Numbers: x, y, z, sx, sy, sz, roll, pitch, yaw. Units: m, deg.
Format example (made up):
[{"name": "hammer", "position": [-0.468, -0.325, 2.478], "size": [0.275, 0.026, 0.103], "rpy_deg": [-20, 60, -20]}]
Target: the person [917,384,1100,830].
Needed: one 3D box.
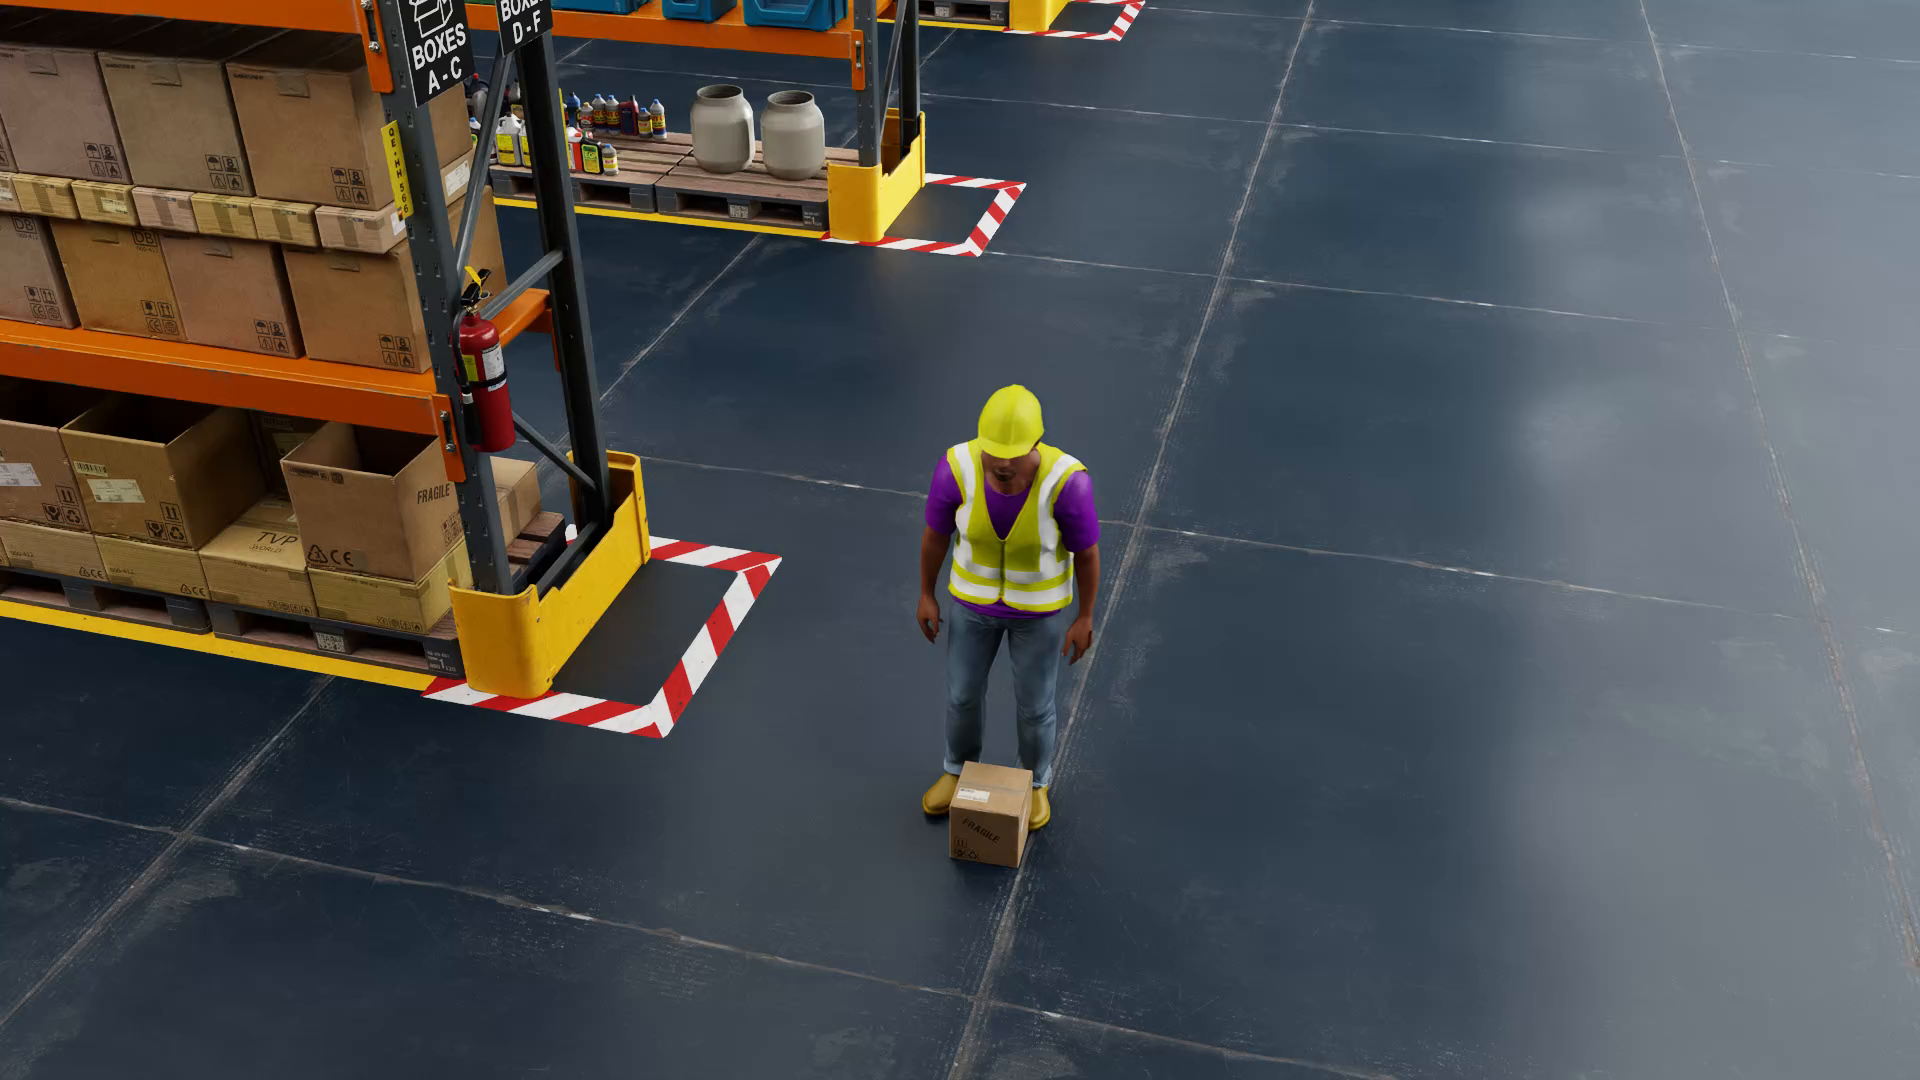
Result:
[{"name": "person", "position": [0.158, 0.234, 5.756], "size": [0.629, 1.761, 0.462], "rpy_deg": [8, 33, 12]}]
